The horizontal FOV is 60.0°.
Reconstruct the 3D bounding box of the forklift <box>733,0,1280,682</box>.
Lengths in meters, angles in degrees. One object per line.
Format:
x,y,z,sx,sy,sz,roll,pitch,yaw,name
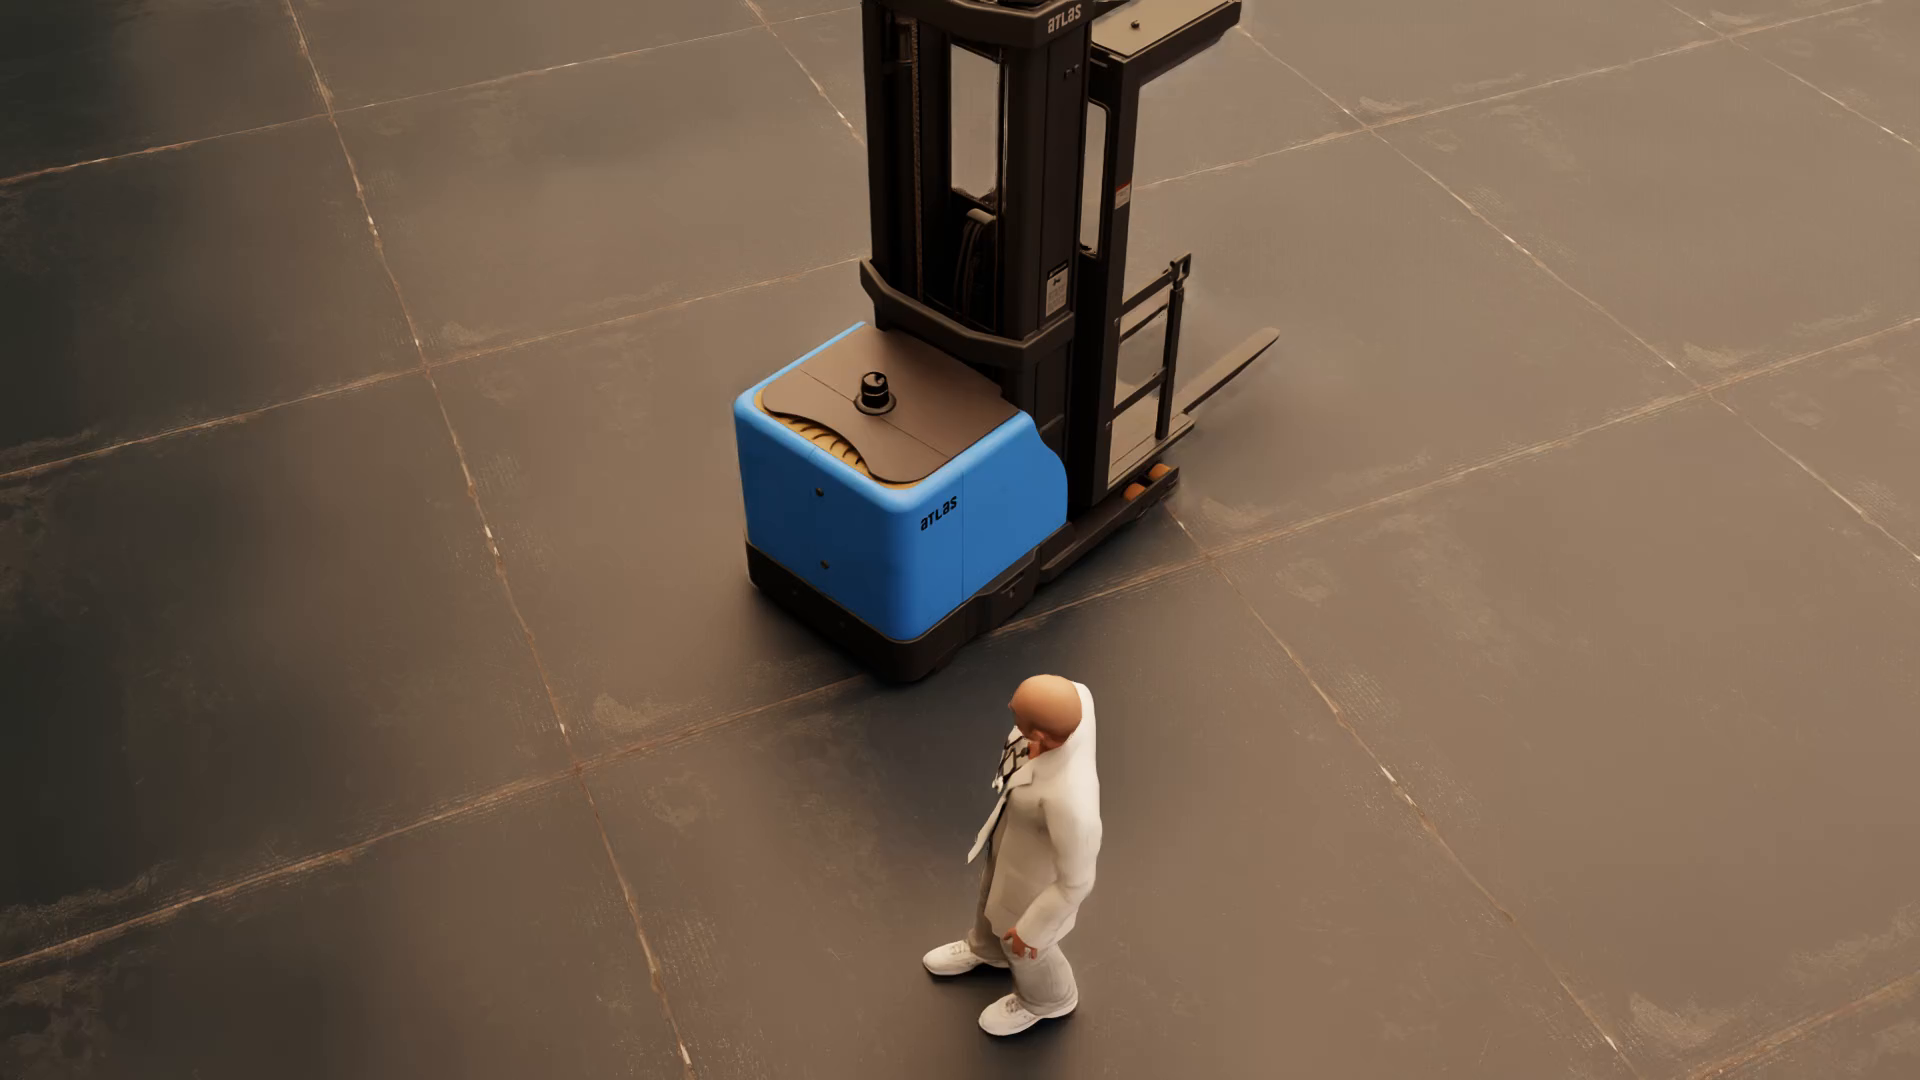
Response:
0.405,-1.388,7.168,1.130,2.935,3.031,32,52,30,forklift

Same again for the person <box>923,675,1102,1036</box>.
0.159,1.028,5.426,0.562,1.776,0.755,-4,43,-4,person
